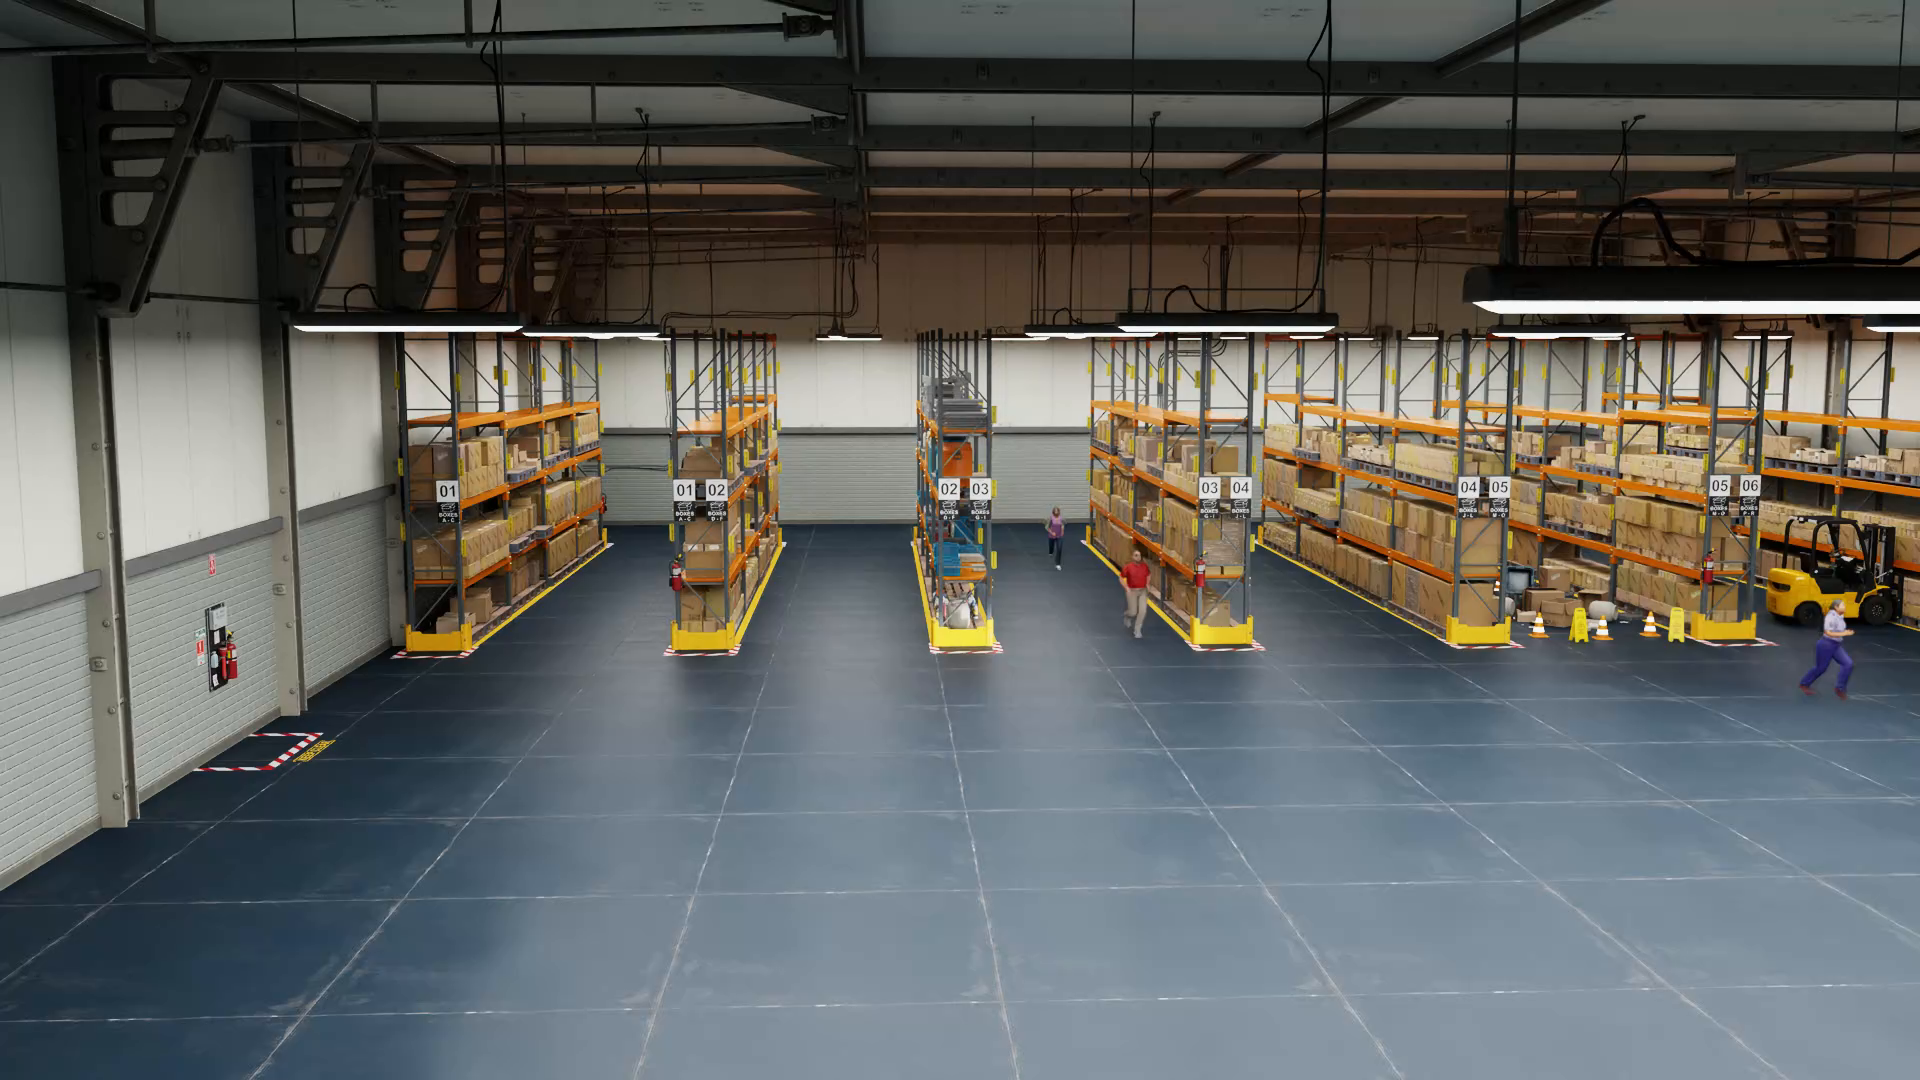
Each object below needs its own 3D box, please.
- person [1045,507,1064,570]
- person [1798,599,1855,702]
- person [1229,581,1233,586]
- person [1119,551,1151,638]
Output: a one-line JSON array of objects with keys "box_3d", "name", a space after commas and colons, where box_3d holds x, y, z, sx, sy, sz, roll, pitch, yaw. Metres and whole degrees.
[{"box_3d": [2.436, -0.051, 42.606, 0.518, 1.573, 0.983, -1, 7, -4], "name": "person"}, {"box_3d": [14.003, 1.764, 26.849, 0.626, 1.688, 0.830, -6, 9, -41], "name": "person"}, {"box_3d": [6.355, 0.224, 39.714, 0.559, 1.725, 0.738, 0, 7, 0], "name": "person"}, {"box_3d": [3.462, 1.054, 32.736, 0.673, 1.710, 0.692, -2, 7, -14], "name": "person"}]
